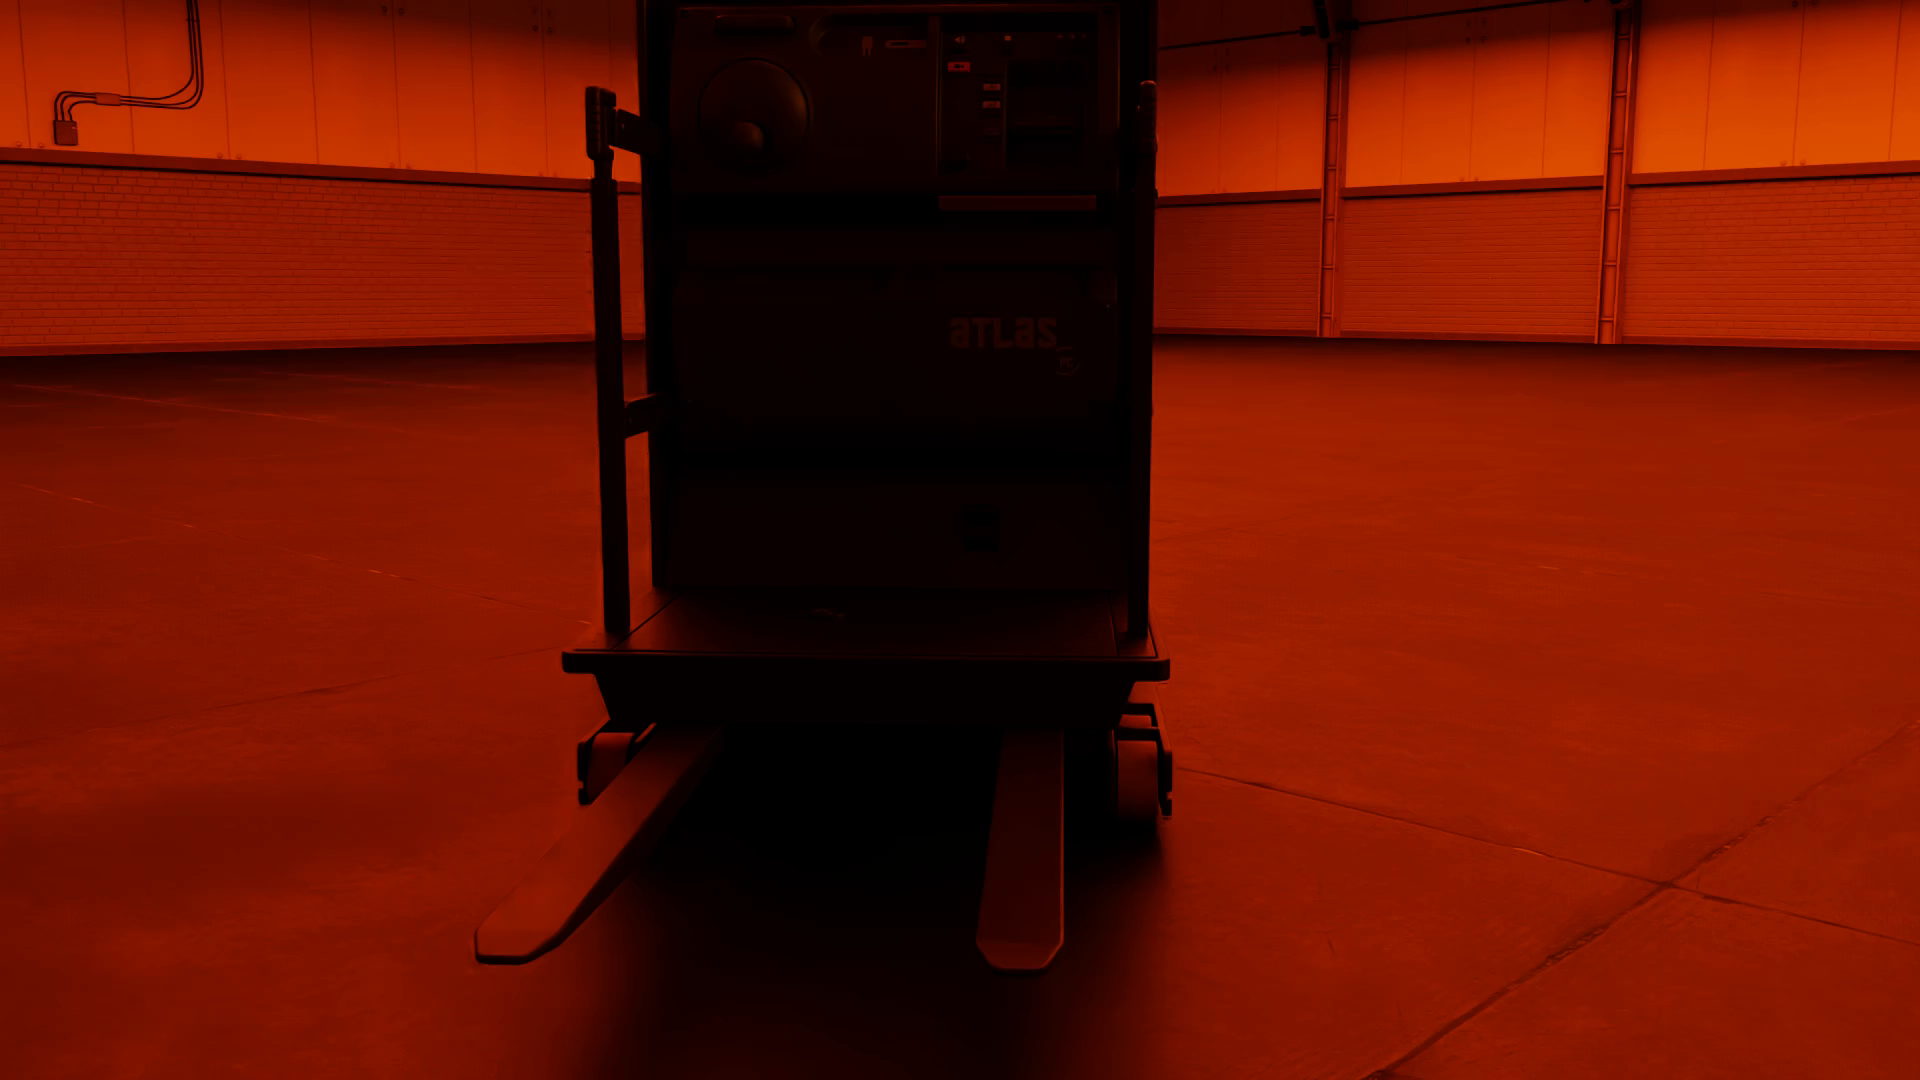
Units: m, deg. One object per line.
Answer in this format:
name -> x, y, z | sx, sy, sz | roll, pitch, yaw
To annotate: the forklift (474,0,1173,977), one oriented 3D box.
forklift -> -0.146, -0.959, 3.243 | 1.130, 2.935, 3.031 | 1, 9, 3
